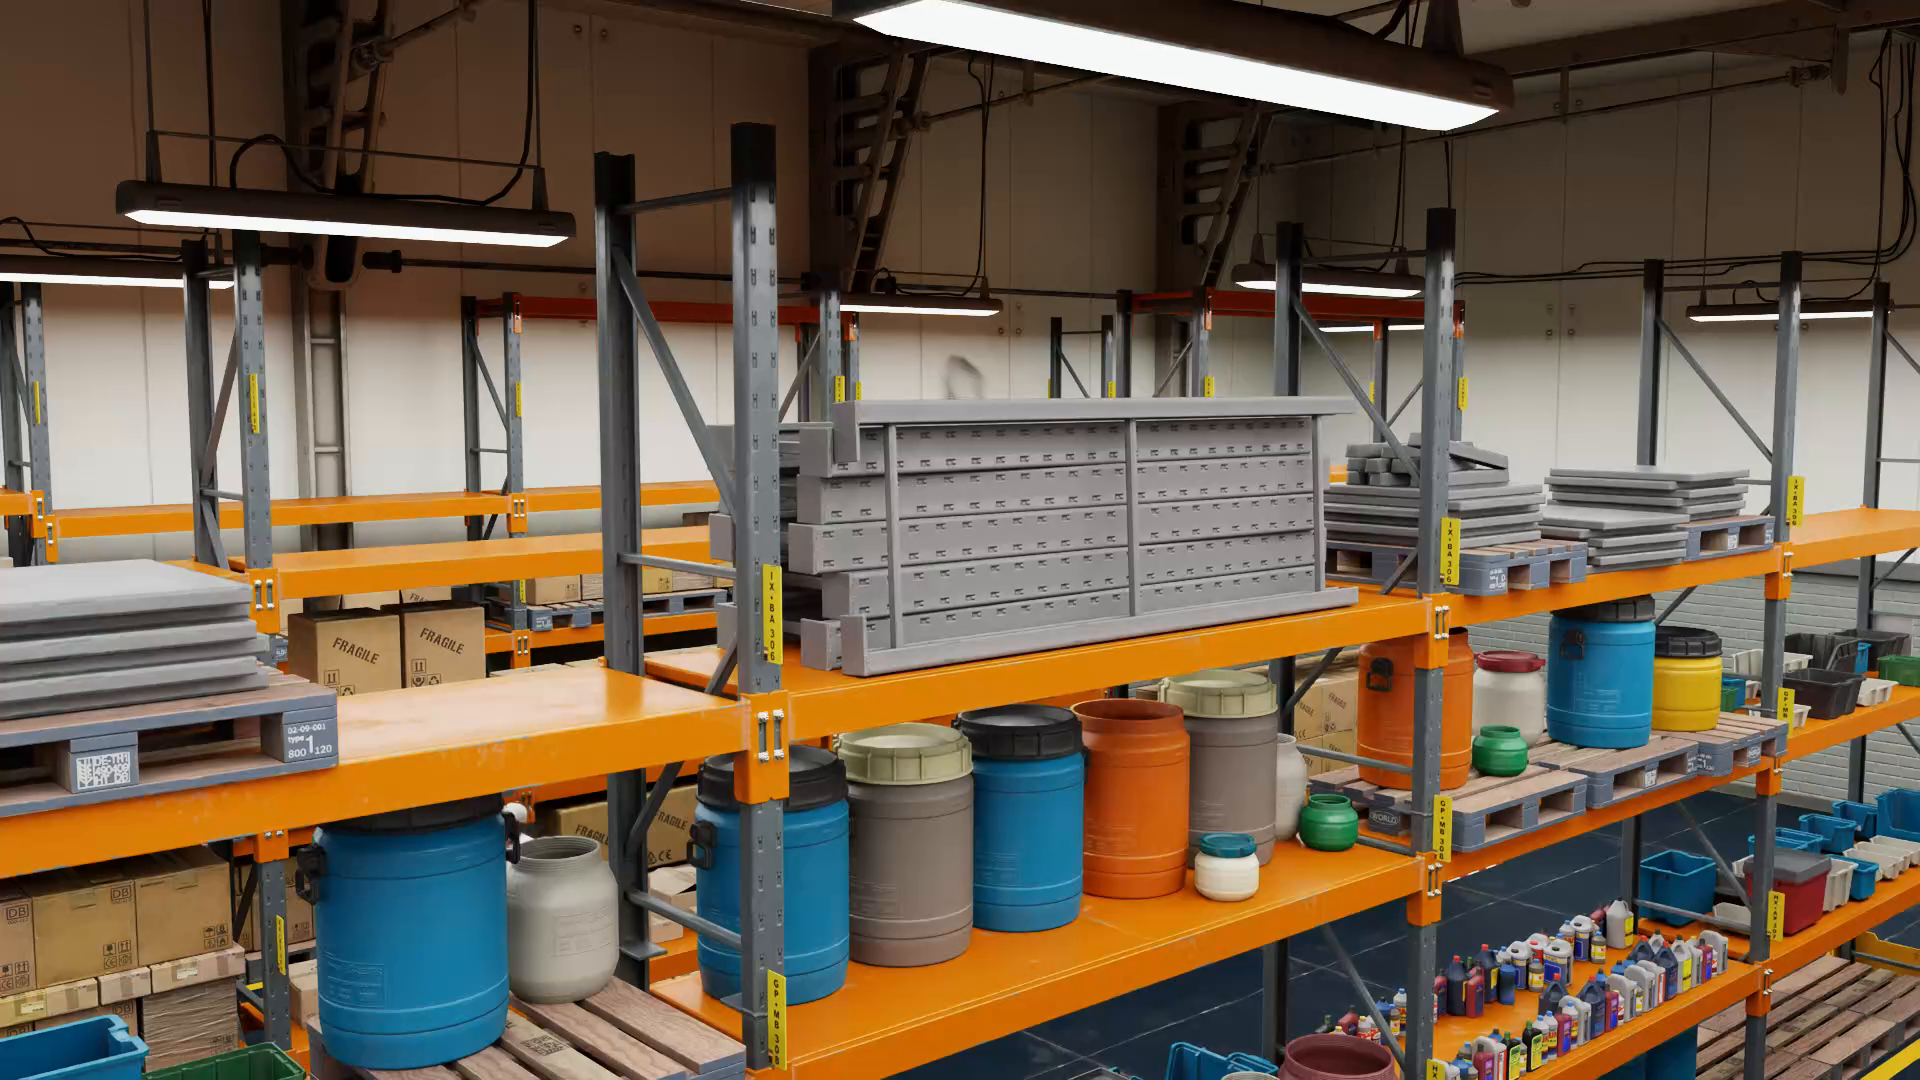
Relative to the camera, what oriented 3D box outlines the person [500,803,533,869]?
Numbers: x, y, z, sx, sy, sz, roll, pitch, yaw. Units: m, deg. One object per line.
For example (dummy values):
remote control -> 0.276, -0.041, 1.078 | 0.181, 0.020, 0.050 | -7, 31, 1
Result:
person -> -3.635, 3.015, 13.751 | 0.614, 1.726, 0.728 | -5, 7, -41
